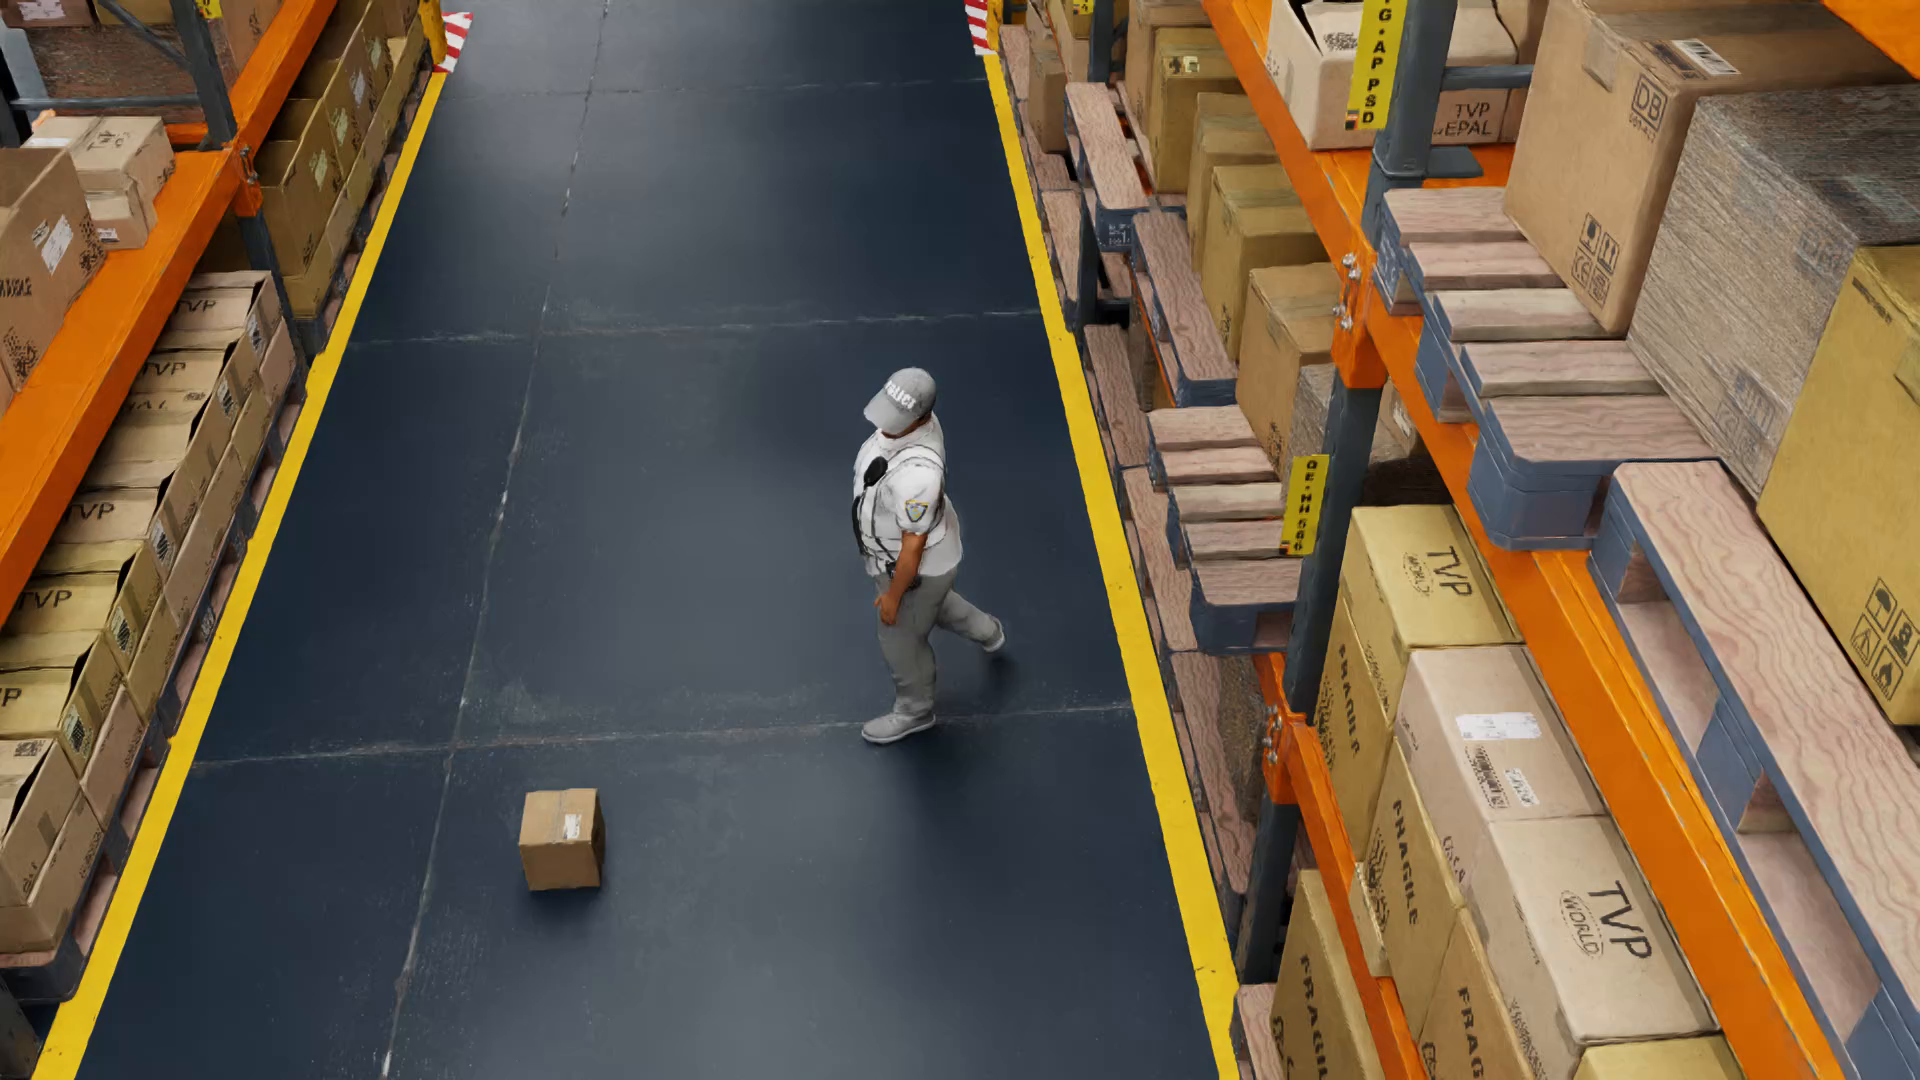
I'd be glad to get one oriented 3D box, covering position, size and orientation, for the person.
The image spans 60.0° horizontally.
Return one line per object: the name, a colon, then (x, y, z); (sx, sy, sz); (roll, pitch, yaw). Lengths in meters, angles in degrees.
person: (-0.104, 0.005, 6.154); (0.587, 1.659, 0.681); (-2, 39, -2)
